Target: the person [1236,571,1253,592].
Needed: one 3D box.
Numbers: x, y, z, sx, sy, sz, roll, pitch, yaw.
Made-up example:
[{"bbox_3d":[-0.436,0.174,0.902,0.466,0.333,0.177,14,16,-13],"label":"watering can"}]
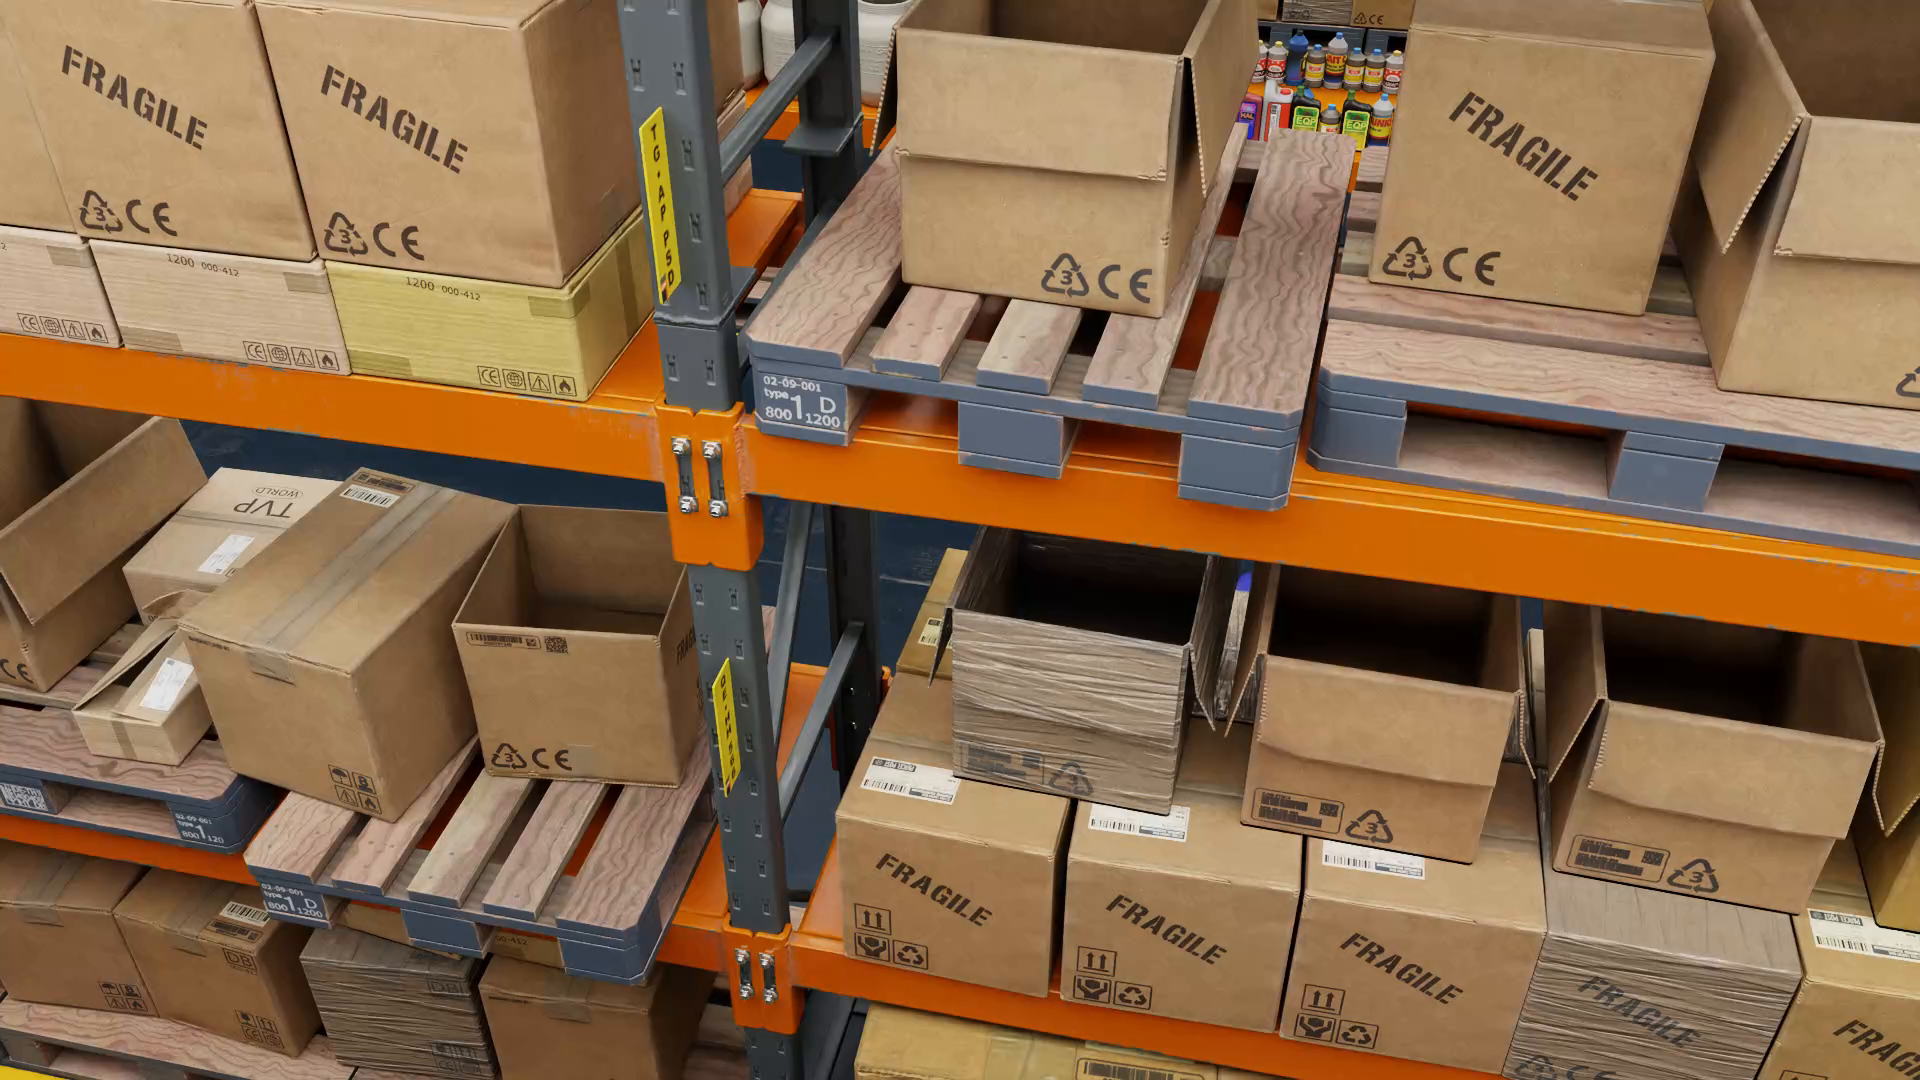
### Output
[{"bbox_3d":[1.154,0.518,5.932,0.850,1.098,0.437,8,37,10],"label":"person"}]
